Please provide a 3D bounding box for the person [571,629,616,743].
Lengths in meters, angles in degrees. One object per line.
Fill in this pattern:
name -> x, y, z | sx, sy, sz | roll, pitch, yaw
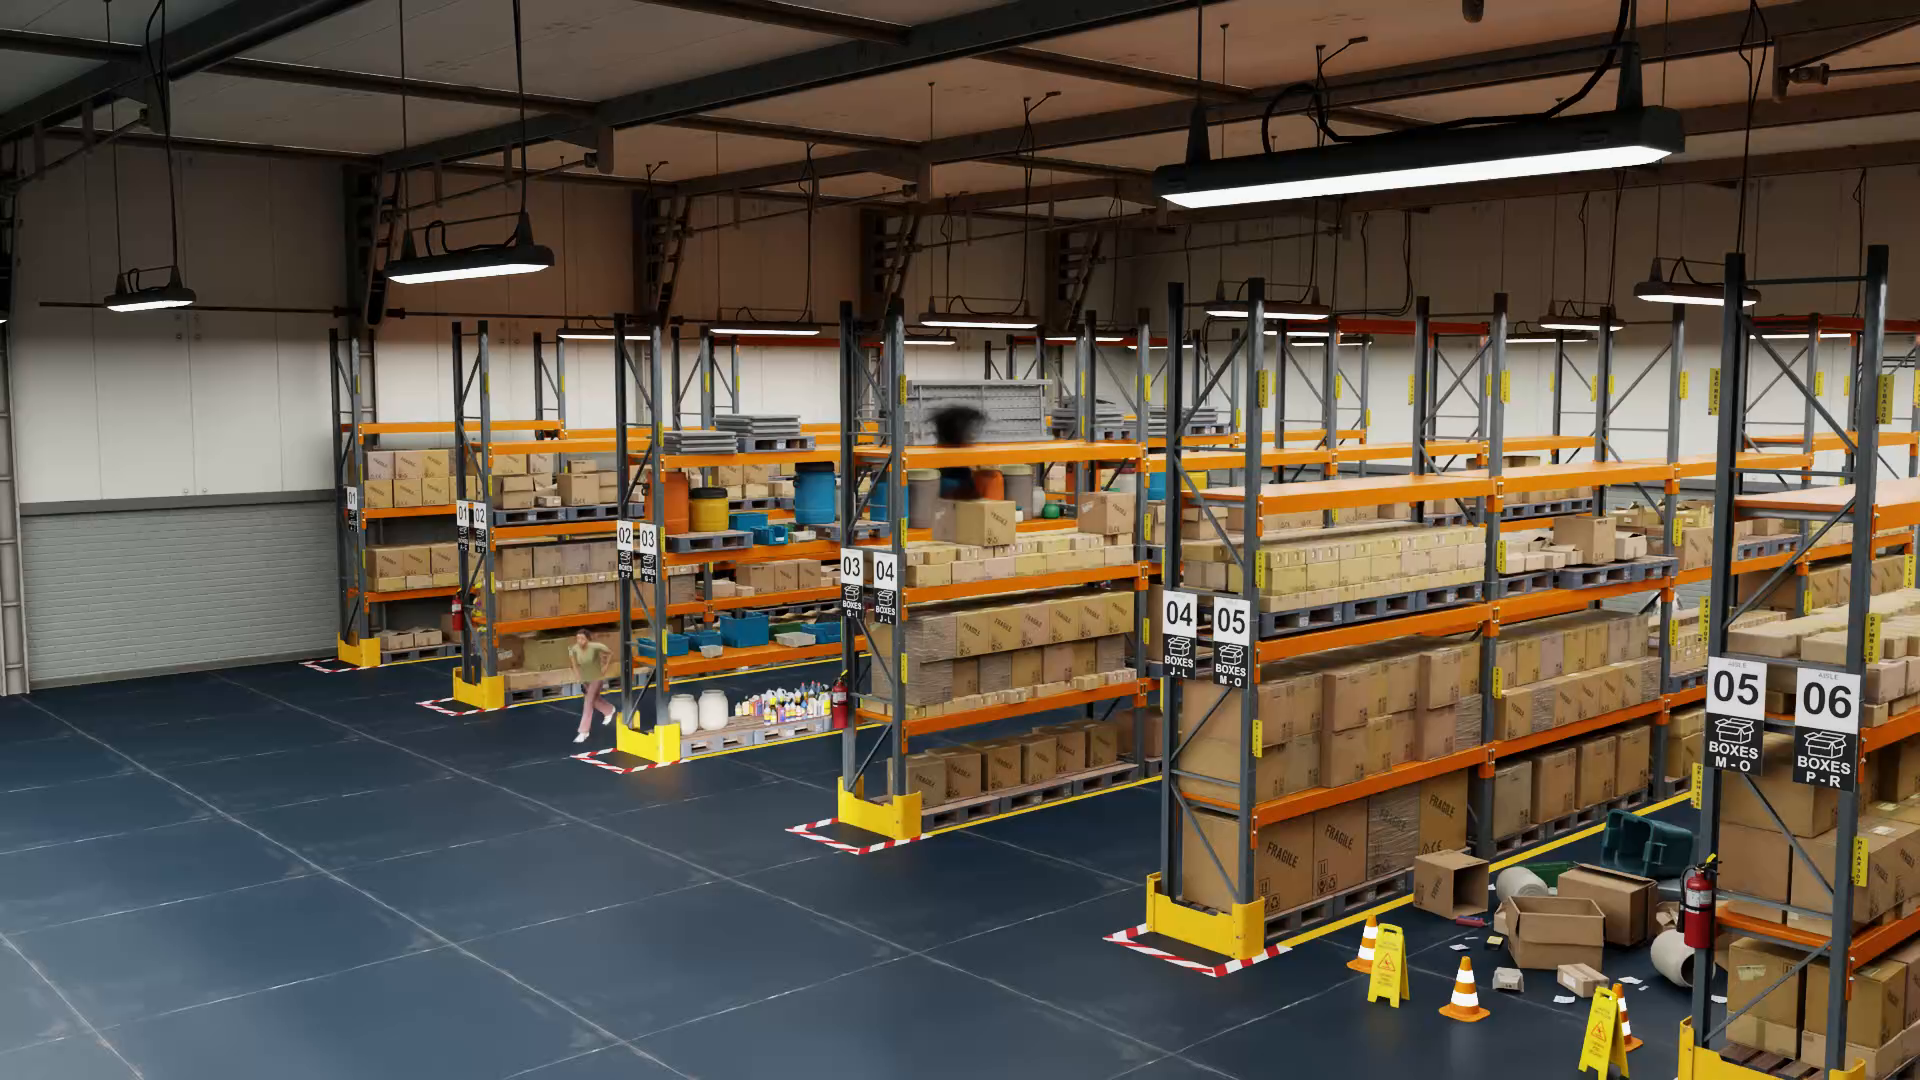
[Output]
person -> -5.225, 2.030, 23.858 | 0.601, 1.626, 0.997 | 2, 6, 15

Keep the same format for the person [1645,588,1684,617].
person -> 12.225, 1.460, 28.905 | 0.669, 1.700, 0.562 | 0, 6, 3

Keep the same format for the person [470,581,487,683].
person -> -8.018, 1.546, 28.125 | 0.684, 1.736, 0.806 | 5, 7, 40
